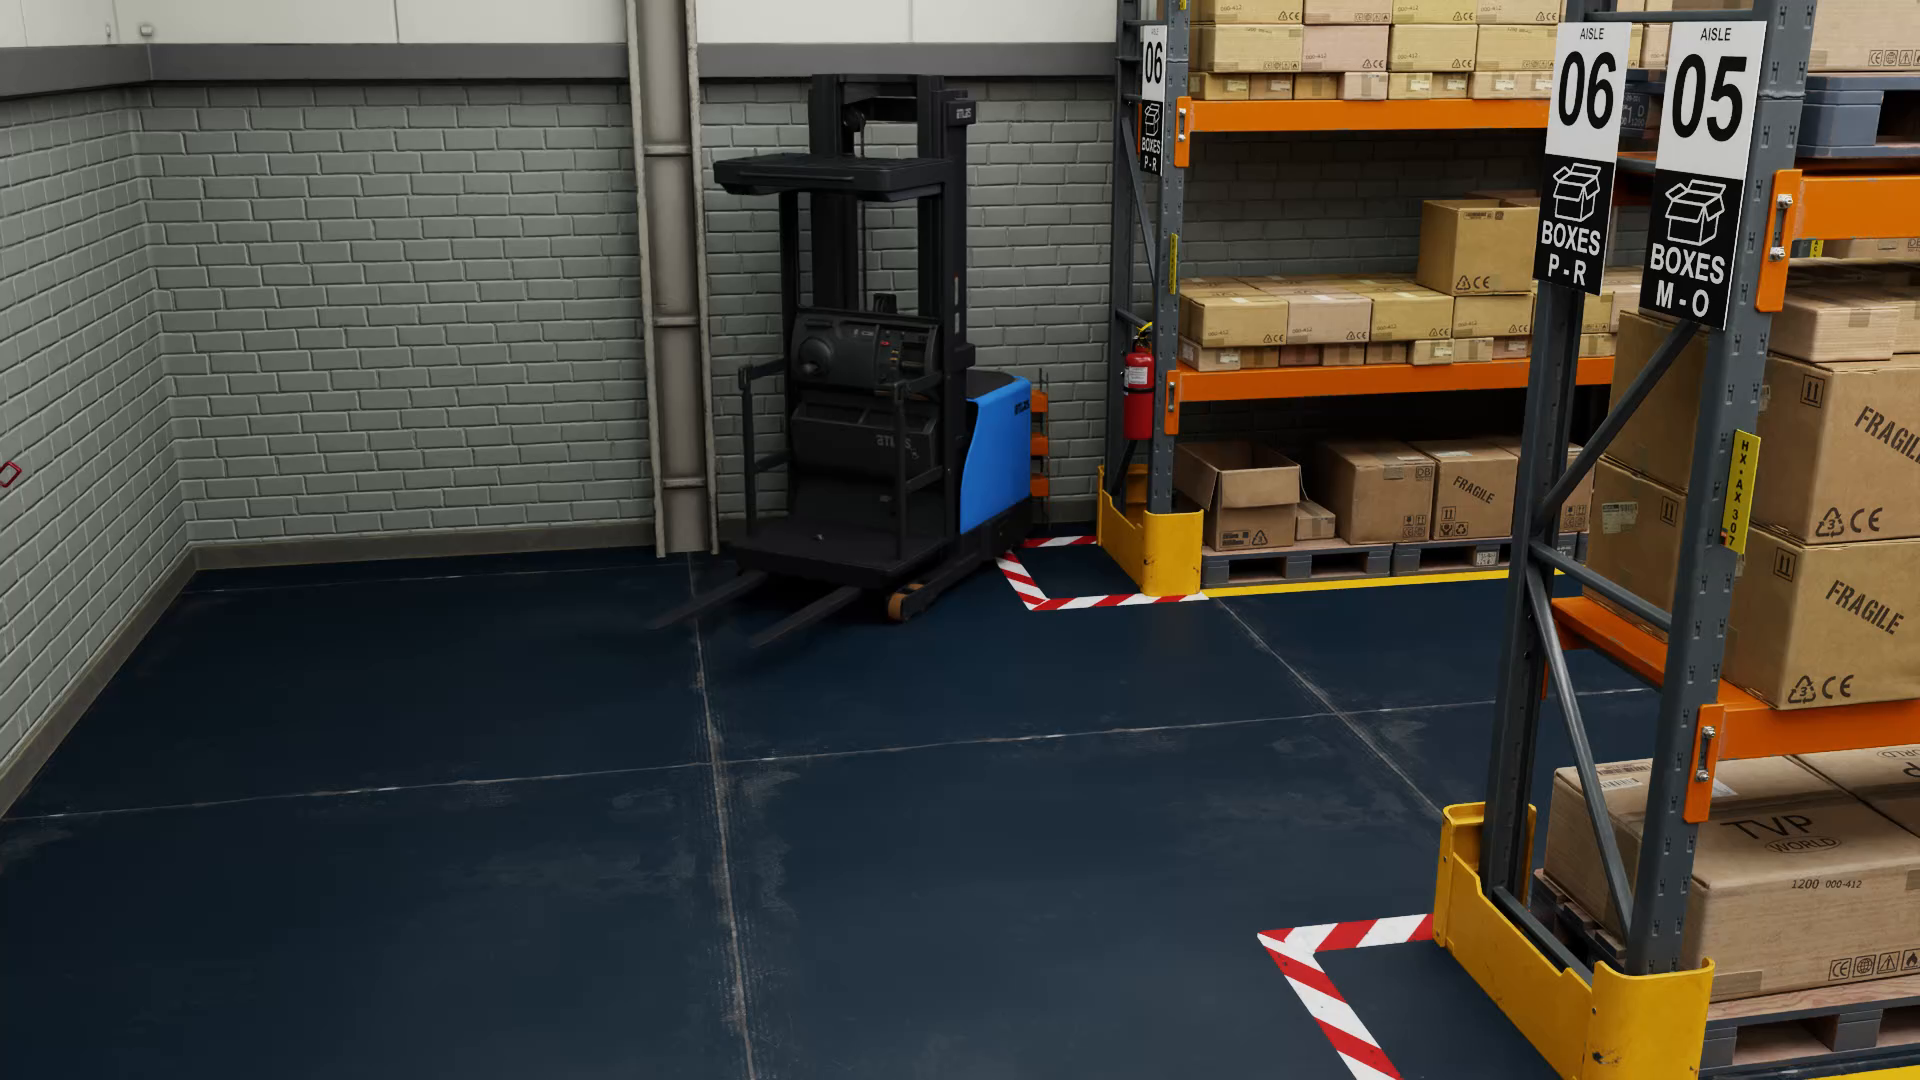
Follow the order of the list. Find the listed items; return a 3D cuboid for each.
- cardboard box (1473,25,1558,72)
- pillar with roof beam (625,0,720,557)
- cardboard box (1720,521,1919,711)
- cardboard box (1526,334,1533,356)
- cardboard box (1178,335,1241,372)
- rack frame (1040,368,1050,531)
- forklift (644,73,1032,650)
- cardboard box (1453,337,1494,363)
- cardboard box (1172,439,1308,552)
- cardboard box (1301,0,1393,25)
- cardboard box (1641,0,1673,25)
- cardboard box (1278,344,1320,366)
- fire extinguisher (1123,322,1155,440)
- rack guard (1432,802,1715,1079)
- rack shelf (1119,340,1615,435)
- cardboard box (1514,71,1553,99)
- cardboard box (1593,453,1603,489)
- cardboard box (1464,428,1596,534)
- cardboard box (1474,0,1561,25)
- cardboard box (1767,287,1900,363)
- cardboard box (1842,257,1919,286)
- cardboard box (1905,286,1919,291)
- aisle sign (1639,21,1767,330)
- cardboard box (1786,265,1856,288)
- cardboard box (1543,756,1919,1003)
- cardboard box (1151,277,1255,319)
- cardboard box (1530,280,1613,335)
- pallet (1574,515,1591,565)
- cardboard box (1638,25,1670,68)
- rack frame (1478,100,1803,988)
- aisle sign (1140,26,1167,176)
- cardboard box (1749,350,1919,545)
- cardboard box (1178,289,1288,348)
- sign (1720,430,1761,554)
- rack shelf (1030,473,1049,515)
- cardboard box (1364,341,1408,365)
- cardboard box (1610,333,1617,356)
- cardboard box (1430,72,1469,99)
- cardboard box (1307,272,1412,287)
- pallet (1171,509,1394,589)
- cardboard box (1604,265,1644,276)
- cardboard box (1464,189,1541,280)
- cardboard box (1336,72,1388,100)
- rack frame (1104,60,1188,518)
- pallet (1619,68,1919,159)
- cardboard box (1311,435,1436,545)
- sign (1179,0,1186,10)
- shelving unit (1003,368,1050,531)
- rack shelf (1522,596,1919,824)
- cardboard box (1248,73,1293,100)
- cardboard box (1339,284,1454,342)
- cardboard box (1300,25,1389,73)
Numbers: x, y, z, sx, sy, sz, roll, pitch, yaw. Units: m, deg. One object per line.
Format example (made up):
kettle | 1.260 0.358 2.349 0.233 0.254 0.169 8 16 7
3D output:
cardboard box | 3.065 -2.815 9.507 0.500 0.250 0.500 -4 17 -11
pillar with roof beam | -0.927 -3.006 5.273 0.400 9.000 9.100 -3 17 -10
cardboard box | 2.545 0.169 4.982 0.500 0.500 0.500 -3 17 -11
cardboard box | 3.452 -1.228 10.130 0.250 0.149 0.380 -3 17 -10
cardboard box | 1.449 -1.089 9.676 0.250 0.149 0.380 -3 17 -11
rack frame | 0.558 -0.592 10.911 0.008 1.050 0.200 -4 16 -10
forklift | -0.649 -1.087 9.358 1.130 2.935 3.031 8 19 26
cardboard box | 2.978 -1.167 9.930 0.250 0.149 0.380 -3 17 -9
cardboard box | 1.693 -0.284 10.164 0.637 0.503 0.797 -4 18 -13
cardboard box | 2.061 -2.988 9.221 0.500 0.250 0.500 -3 17 -11
cardboard box | 4.055 -3.108 9.609 0.500 0.250 0.500 -4 17 -11
cardboard box | 1.942 -1.141 9.846 0.250 0.149 0.380 -3 17 -11
fire extinguisher | 1.018 -0.913 9.443 0.183 0.674 0.296 -3 17 -10
rack guard | 1.996 1.357 5.542 0.348 0.500 1.175 -3 17 -10
rack shelf | 3.038 -1.037 10.305 4.000 0.370 1.077 -3 17 -10
cardboard box | 3.199 -2.607 9.510 0.250 0.149 0.380 -3 17 -9
cardboard box | 4.308 -0.439 10.998 0.500 0.311 0.500 -3 17 -8
cardboard box | 3.559 -0.377 10.471 0.500 0.500 0.700 -4 18 -13
cardboard box | 3.050 -3.052 9.427 0.500 0.250 0.500 -3 17 -9
cardboard box | 2.421 -0.615 4.727 0.250 0.149 0.380 -3 17 -9
cardboard box | 3.071 -0.814 5.377 0.250 0.149 0.380 -3 17 -9
cardboard box | 2.942 -0.631 4.781 0.250 0.149 0.380 -3 17 -9
aisle sign | 2.004 -0.994 4.512 0.004 0.787 0.394 -3 17 -10
cardboard box | 2.579 -0.774 5.244 0.250 0.149 0.380 -3 17 -9
cardboard box | 2.649 1.119 5.707 0.875 0.438 0.875 -4 17 -12
cardboard box | 1.476 -1.442 10.148 0.500 0.250 0.500 -3 17 -9
cardboard box | 3.567 -1.408 10.037 0.500 0.250 0.500 -3 17 -11
pallet | 4.327 -0.121 10.848 1.213 0.211 1.003 -3 17 -10
cardboard box | 4.067 -2.866 9.674 0.500 0.250 0.500 -4 17 -12
rack frame | 2.020 0.161 5.179 0.127 3.000 1.000 -3 17 -10
aisle sign | 1.063 -2.424 9.167 0.004 0.787 0.394 -3 17 -10
cardboard box | 2.545 -0.309 4.837 0.500 0.500 0.500 -4 17 -12
cardboard box | 1.571 -1.288 9.645 0.500 0.250 0.500 -3 17 -10
sign | 2.119 -0.130 4.518 0.005 0.325 0.100 -3 17 -10
rack shelf | 0.447 -0.305 10.966 0.240 0.259 0.215 -4 16 -10
cardboard box | 2.461 -1.154 9.888 0.250 0.149 0.380 -3 17 -10
cardboard box | 3.972 -1.233 10.145 0.250 0.149 0.380 -3 17 -9
cardboard box | 2.690 -2.598 9.481 0.250 0.149 0.380 -3 17 -11
cardboard box | 2.469 -1.497 10.326 0.500 0.250 0.500 -3 17 -9
pallet | 1.932 0.014 10.406 1.213 0.211 1.003 -3 17 -10
cardboard box | 4.464 -1.613 10.704 0.500 0.250 0.500 -3 17 -11
cardboard box | 3.489 -1.915 10.410 0.500 0.500 0.500 -4 17 -12
cardboard box | 2.203 -2.550 9.324 0.250 0.149 0.380 -3 17 -9
rack frame | 1.074 -1.270 9.837 0.127 3.000 1.000 -3 17 -10
pallet | 2.746 -1.275 4.896 1.213 0.211 1.003 -3 17 -10
cardboard box | 2.540 -0.319 10.283 0.500 0.500 0.700 -3 17 -8
sign | 1.178 -2.965 8.759 0.005 0.325 0.100 -3 17 -10
shelving unit | 0.439 -0.583 10.889 0.252 1.050 0.215 -4 16 -10
rack shelf | 3.983 0.393 5.647 4.000 0.370 1.077 -3 17 -10
cardboard box | 1.684 -2.556 9.345 0.250 0.149 0.380 -3 17 -9
cardboard box | 2.563 -1.345 9.831 0.500 0.250 0.500 -4 17 -11
cardboard box | 2.057 -2.754 9.310 0.500 0.250 0.500 -3 17 -9
